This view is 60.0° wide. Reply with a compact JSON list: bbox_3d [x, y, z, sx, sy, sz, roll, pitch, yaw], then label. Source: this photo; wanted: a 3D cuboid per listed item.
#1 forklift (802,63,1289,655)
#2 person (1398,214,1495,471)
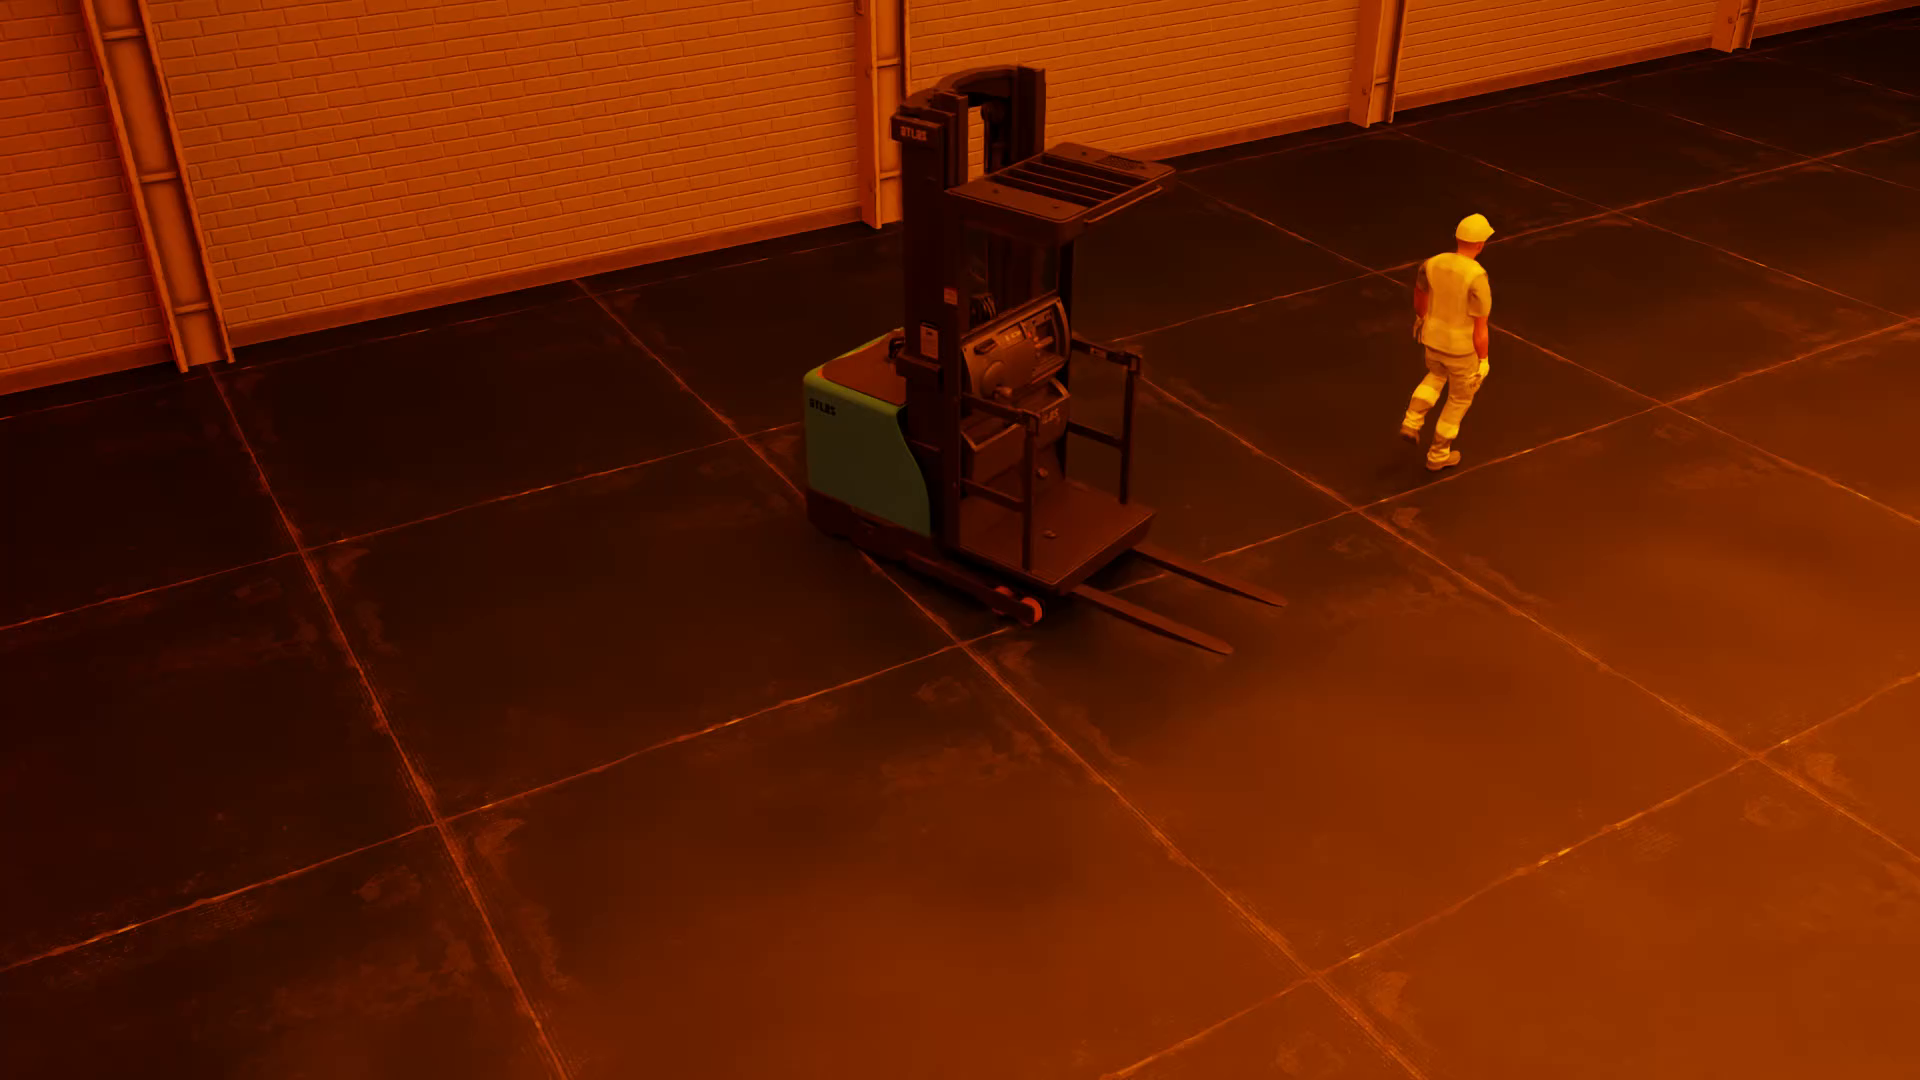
[{"bbox_3d":[0.488,-1.065,9.425,3.031,2.935,1.130,22,38,33],"label":"forklift"},{"bbox_3d":[3.259,-1.308,10.966,0.468,1.767,0.719,-22,37,-32],"label":"person"}]
